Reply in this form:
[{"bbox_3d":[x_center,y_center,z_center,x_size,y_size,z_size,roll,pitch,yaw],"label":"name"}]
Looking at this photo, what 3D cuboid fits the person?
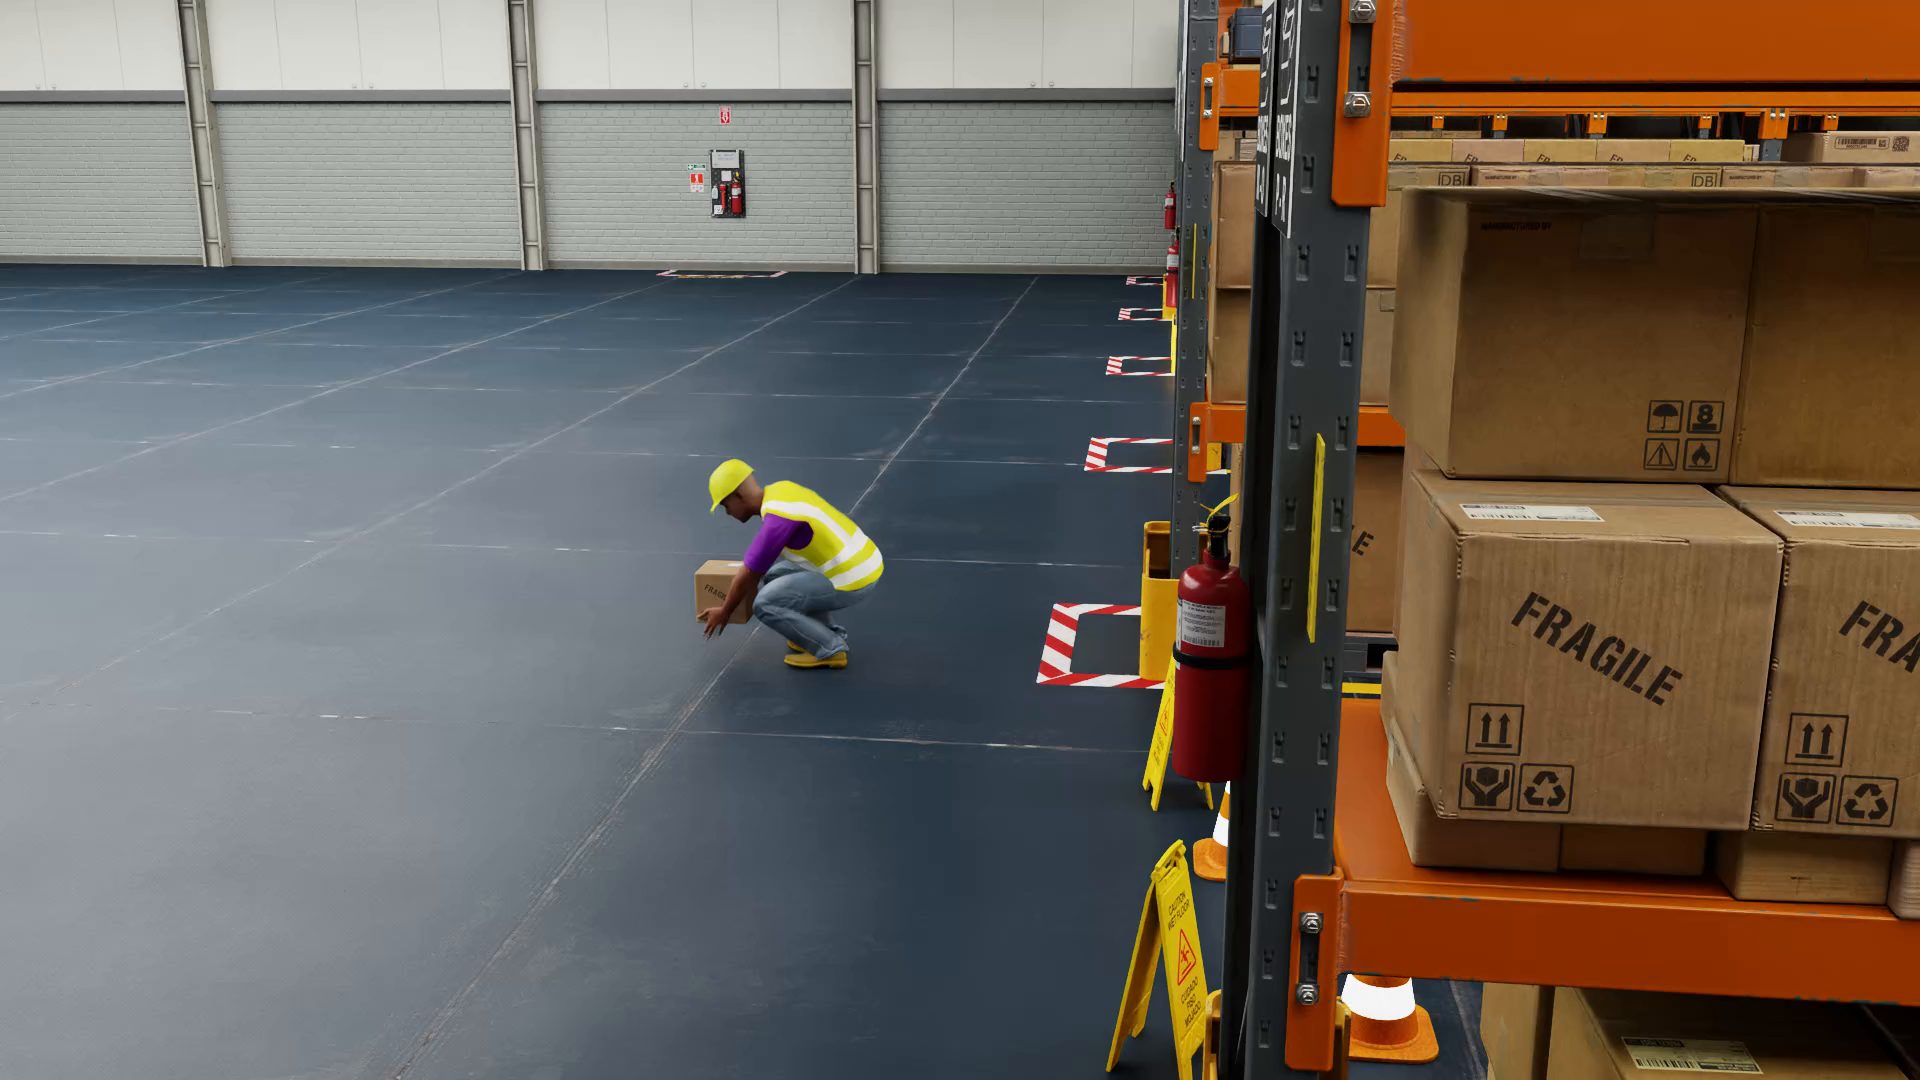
[{"bbox_3d":[-0.794,0.104,8.108,0.823,1.011,0.553,1,14,5],"label":"person"}]
